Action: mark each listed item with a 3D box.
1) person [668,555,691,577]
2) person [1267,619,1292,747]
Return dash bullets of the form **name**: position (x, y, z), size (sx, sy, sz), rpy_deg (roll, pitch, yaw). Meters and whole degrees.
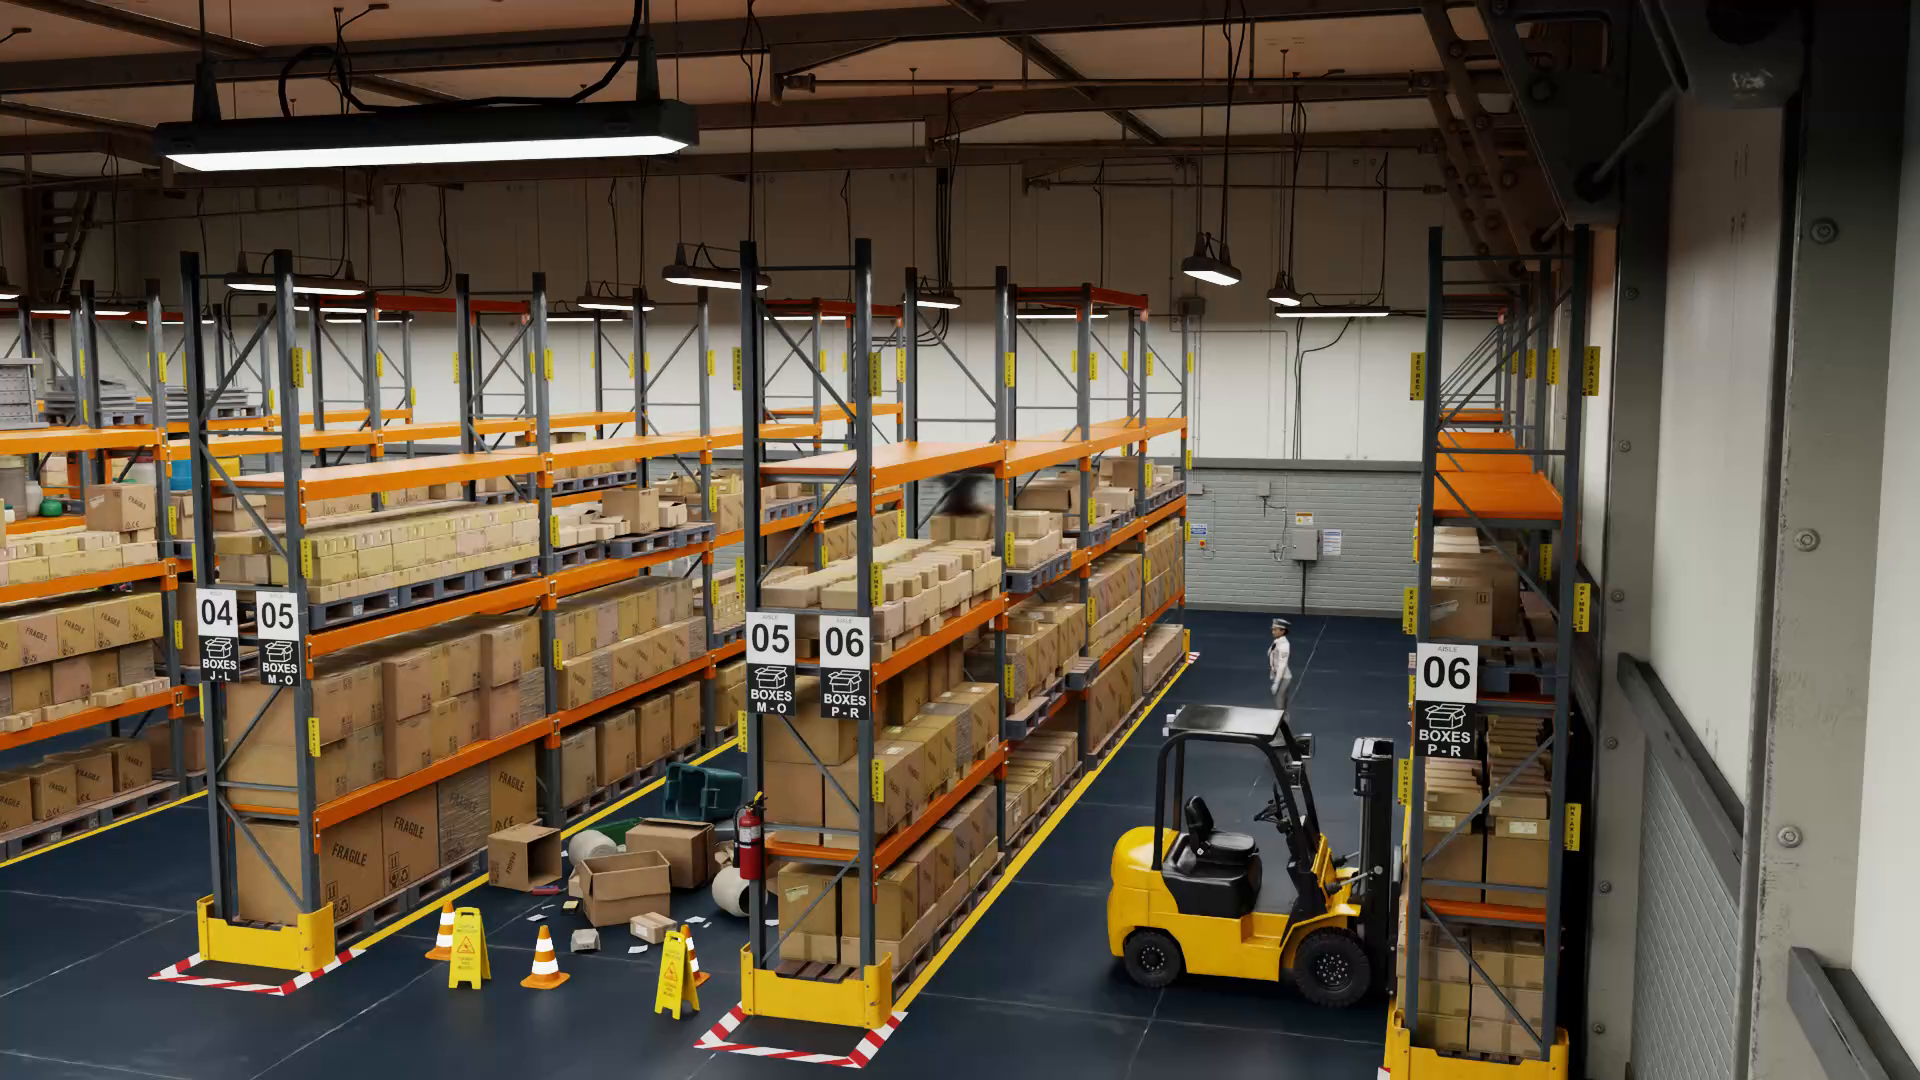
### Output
- **person**: position (-5.456, 0.754, 32.398), size (0.438, 1.607, 0.342), rpy_deg (2, 7, 15)
- **person**: position (4.211, 1.879, 21.931), size (0.331, 1.678, 0.505), rpy_deg (1, 7, 11)
